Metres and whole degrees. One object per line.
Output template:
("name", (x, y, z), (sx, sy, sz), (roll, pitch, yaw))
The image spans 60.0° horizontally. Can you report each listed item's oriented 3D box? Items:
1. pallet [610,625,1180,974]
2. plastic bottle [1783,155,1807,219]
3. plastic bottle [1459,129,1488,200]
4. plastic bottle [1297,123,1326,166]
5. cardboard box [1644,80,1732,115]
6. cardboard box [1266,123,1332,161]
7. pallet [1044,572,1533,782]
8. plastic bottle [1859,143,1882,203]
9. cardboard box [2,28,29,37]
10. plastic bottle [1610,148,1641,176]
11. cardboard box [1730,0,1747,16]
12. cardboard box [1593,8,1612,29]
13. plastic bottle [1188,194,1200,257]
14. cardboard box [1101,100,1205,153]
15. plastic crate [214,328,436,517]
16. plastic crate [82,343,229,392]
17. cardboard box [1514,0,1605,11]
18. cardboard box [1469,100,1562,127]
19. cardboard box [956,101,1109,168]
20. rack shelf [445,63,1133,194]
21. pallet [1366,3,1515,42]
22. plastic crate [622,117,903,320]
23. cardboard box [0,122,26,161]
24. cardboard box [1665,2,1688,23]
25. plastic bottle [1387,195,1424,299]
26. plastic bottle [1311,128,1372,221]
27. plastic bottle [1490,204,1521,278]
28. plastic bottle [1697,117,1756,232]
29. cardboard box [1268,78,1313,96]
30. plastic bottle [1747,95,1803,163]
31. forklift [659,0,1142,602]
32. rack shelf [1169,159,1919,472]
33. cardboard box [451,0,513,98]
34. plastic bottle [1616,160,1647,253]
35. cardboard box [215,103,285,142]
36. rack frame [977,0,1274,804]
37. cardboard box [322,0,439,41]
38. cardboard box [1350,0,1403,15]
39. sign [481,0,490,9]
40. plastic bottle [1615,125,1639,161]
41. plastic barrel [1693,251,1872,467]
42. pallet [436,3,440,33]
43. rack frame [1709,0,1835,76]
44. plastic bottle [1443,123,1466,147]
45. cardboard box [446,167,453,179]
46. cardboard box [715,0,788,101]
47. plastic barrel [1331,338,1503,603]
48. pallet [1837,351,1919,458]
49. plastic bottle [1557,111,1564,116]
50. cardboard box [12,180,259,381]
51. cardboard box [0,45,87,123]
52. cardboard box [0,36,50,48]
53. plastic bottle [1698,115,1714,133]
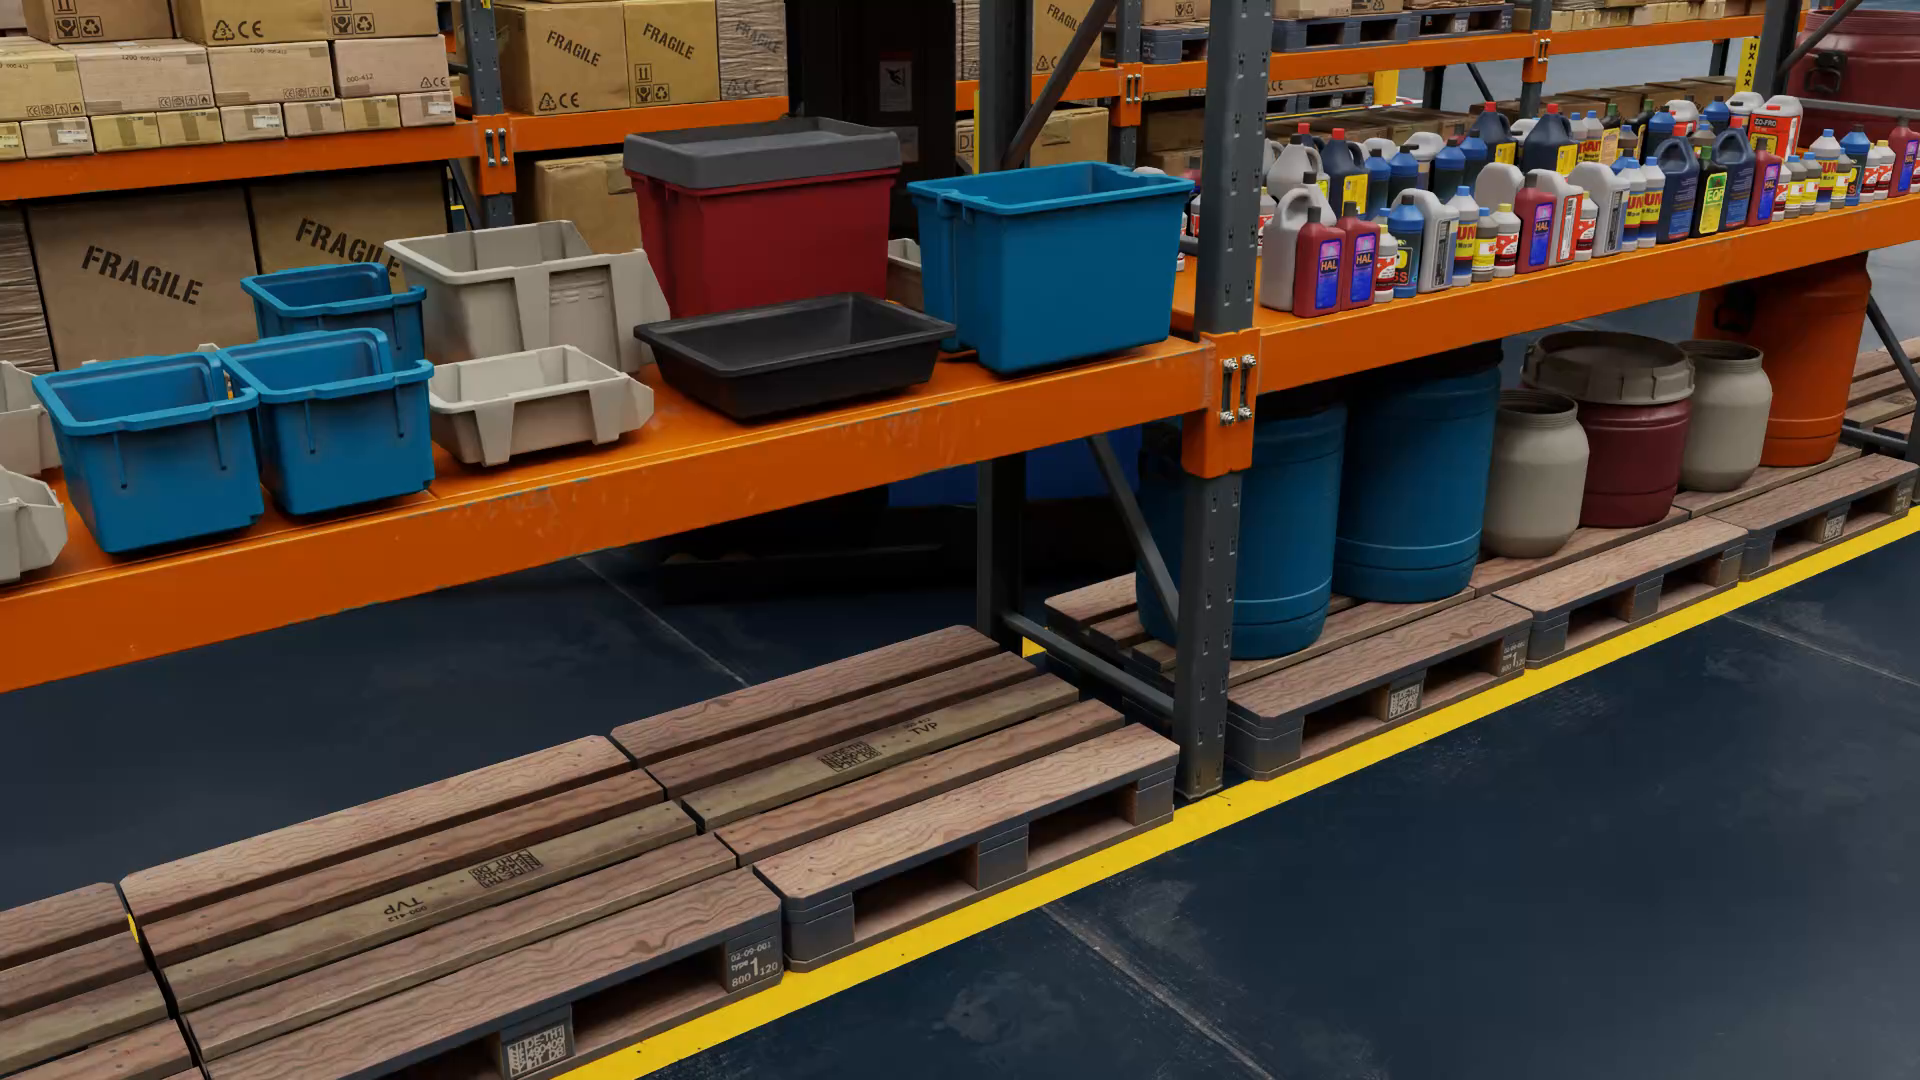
("pallet", (-0.183, 0.635, 4.520), (1.213, 0.211, 1.003), (-15, 26, -33))
("plastic bottle", (2.793, -1.193, 5.606), (0.097, 0.201, 0.097), (0, 22, 0))
("plastic bottle", (1.748, -1.265, 5.694), (0.097, 0.271, 0.097), (0, 22, 0))
("plastic bottle", (1.096, -1.146, 5.286), (0.185, 0.351, 0.144), (-15, 26, -33))
("cardboard box", (6.258, -3.683, 14.384), (0.500, 0.500, 0.500), (-8, 23, -19))
("cardboard box", (2.177, -2.630, 11.719), (0.500, 0.500, 0.700), (-12, 25, -28))
("pallet", (1.042, 0.310, 5.336), (1.213, 0.211, 1.003), (-15, 26, -33))
("plastic bottle", (3.188, -1.298, 5.870), (0.097, 0.201, 0.097), (0, 22, 0))
("cardboard box", (-6.235, -3.342, 11.062), (0.250, 0.149, 0.380), (-16, 27, -35))
("plastic bottle", (2.113, -1.110, 5.304), (0.097, 0.271, 0.097), (0, 22, 0))
("cardboard box", (6.313, -4.463, 13.873), (0.250, 0.149, 0.380), (-15, 26, -33))
("cardboard box", (4.740, -4.005, 12.724), (0.250, 0.149, 0.380), (-15, 26, -33))
("plastic bottle", (0.744, -0.965, 5.036), (0.097, 0.201, 0.097), (0, 22, 0))
("cardboard box", (1.272, -2.733, 10.964), (0.500, 0.250, 0.500), (-14, 26, -31))
("plastic crate", (-1.151, -0.220, 3.045), (0.300, 0.233, 0.416), (-15, 26, -33))
("plastic crate", (-1.615, -0.297, 3.369), (0.250, 0.136, 0.298), (-15, 26, -33))
("cardboard box", (4.394, -4.316, 12.629), (0.500, 0.500, 0.875), (-15, 26, -33))
("cardboard box", (4.341, -3.161, 13.077), (0.500, 0.500, 0.500), (-16, 27, -34))
("cardboard box", (0.173, -2.252, 10.293), (0.875, 0.875, 1.225), (-16, 27, -35))
("rack shelf", (-0.878, -2.420, 9.384), (4.000, 0.370, 1.077), (-15, 26, -33))
("pallet", (3.287, -3.842, 12.236), (1.213, 0.211, 1.003), (-15, 26, -33))
("plastic crate", (-0.480, -0.771, 4.113), (0.583, 0.464, 0.402), (-15, 26, -33))
("cardboard box", (-4.020, -1.650, 6.822), (0.250, 0.149, 0.380), (-16, 27, -34))
("cardboard box", (5.553, -4.221, 13.265), (0.250, 0.149, 0.380), (-15, 26, -33))
("plastic bottle", (1.208, -0.803, 4.534), (0.097, 0.271, 0.097), (0, 22, 0))
("plastic bottle", (1.180, -1.102, 5.178), (0.185, 0.351, 0.144), (-15, 26, -33))
("plastic bottle", (1.555, -0.863, 4.779), (0.097, 0.201, 0.097), (0, 22, 0))
("plastic bottle", (2.478, -1.189, 5.395), (0.185, 0.351, 0.144), (-15, 26, -33))
("cardboard box", (3.200, -5.283, 17.889), (0.875, 0.875, 0.875), (-15, 26, -34))
("plastic bottle", (3.187, -1.597, 6.519), (0.135, 0.276, 0.152), (-15, 26, -33))
("forklift", (-0.771, -1.353, 5.833), (3.031, 2.935, 1.130), (-3, 22, -8))
("rack shelf", (2.015, -0.930, 5.650), (4.000, 0.370, 1.077), (-15, 26, -33))
("cardboard box", (-2.281, -2.551, 8.607), (0.500, 0.500, 0.500), (-15, 26, -33))
("plastic bottle", (2.039, -1.024, 5.090), (0.097, 0.271, 0.097), (0, 22, 0))
("cardboard box", (-3.184, -1.873, 7.382), (0.250, 0.149, 0.380), (-14, 26, -32))
("rack frame", (0.391, -0.831, 4.432), (0.127, 3.000, 1.000), (-15, 26, -33))
("cardboard box", (-2.718, -2.558, 7.549), (0.500, 0.500, 0.500), (-14, 26, -31))
("cardboard box", (2.639, -3.893, 11.398), (0.637, 0.503, 0.797), (-12, 25, -27))
("sign", (-2.176, -2.593, 7.573), (0.005, 0.325, 0.100), (-15, 26, -33))
("plastic bottle", (2.504, -1.462, 6.282), (0.097, 0.201, 0.097), (0, 22, 0))
("plastic barrel", (3.251, -0.773, 6.647), (0.708, 0.830, 0.600), (-15, 26, -33))
("pallet", (-4.611, -3.868, 12.301), (1.213, 0.211, 1.003), (-15, 26, -33))
("rack frame", (7.239, -4.918, 14.675), (0.127, 3.000, 1.000), (-15, 26, -33))
("plastic bottle", (1.687, -1.291, 5.741), (0.133, 0.283, 0.061), (-15, 26, -33))
("cardboard box", (-4.133, -3.064, 12.835), (0.500, 0.500, 0.500), (-14, 25, -30))
("cardboard box", (-1.168, -2.609, 8.753), (0.500, 0.500, 0.500), (-16, 27, -34))
("plastic barrel", (1.418, -0.317, 5.409), (0.708, 0.901, 0.600), (-15, 26, -33))
("pallet", (4.290, -0.558, 7.509), (1.213, 0.211, 1.003), (-15, 26, -33))
("plastic bottle", (2.134, -1.410, 6.040), (0.133, 0.283, 0.061), (-15, 26, -33))
("cardboard box", (-3.814, -1.216, 7.696), (0.875, 0.875, 0.875), (-15, 26, -33))
("cardboard box", (-3.953, -1.883, 6.869), (0.500, 0.250, 0.500), (-16, 27, -34))
("cardboard box", (-4.264, -2.042, 7.268), (0.500, 0.250, 0.500), (-15, 26, -33))
("plastic bottle", (2.909, -1.570, 6.552), (0.097, 0.201, 0.097), (0, 22, 0))
